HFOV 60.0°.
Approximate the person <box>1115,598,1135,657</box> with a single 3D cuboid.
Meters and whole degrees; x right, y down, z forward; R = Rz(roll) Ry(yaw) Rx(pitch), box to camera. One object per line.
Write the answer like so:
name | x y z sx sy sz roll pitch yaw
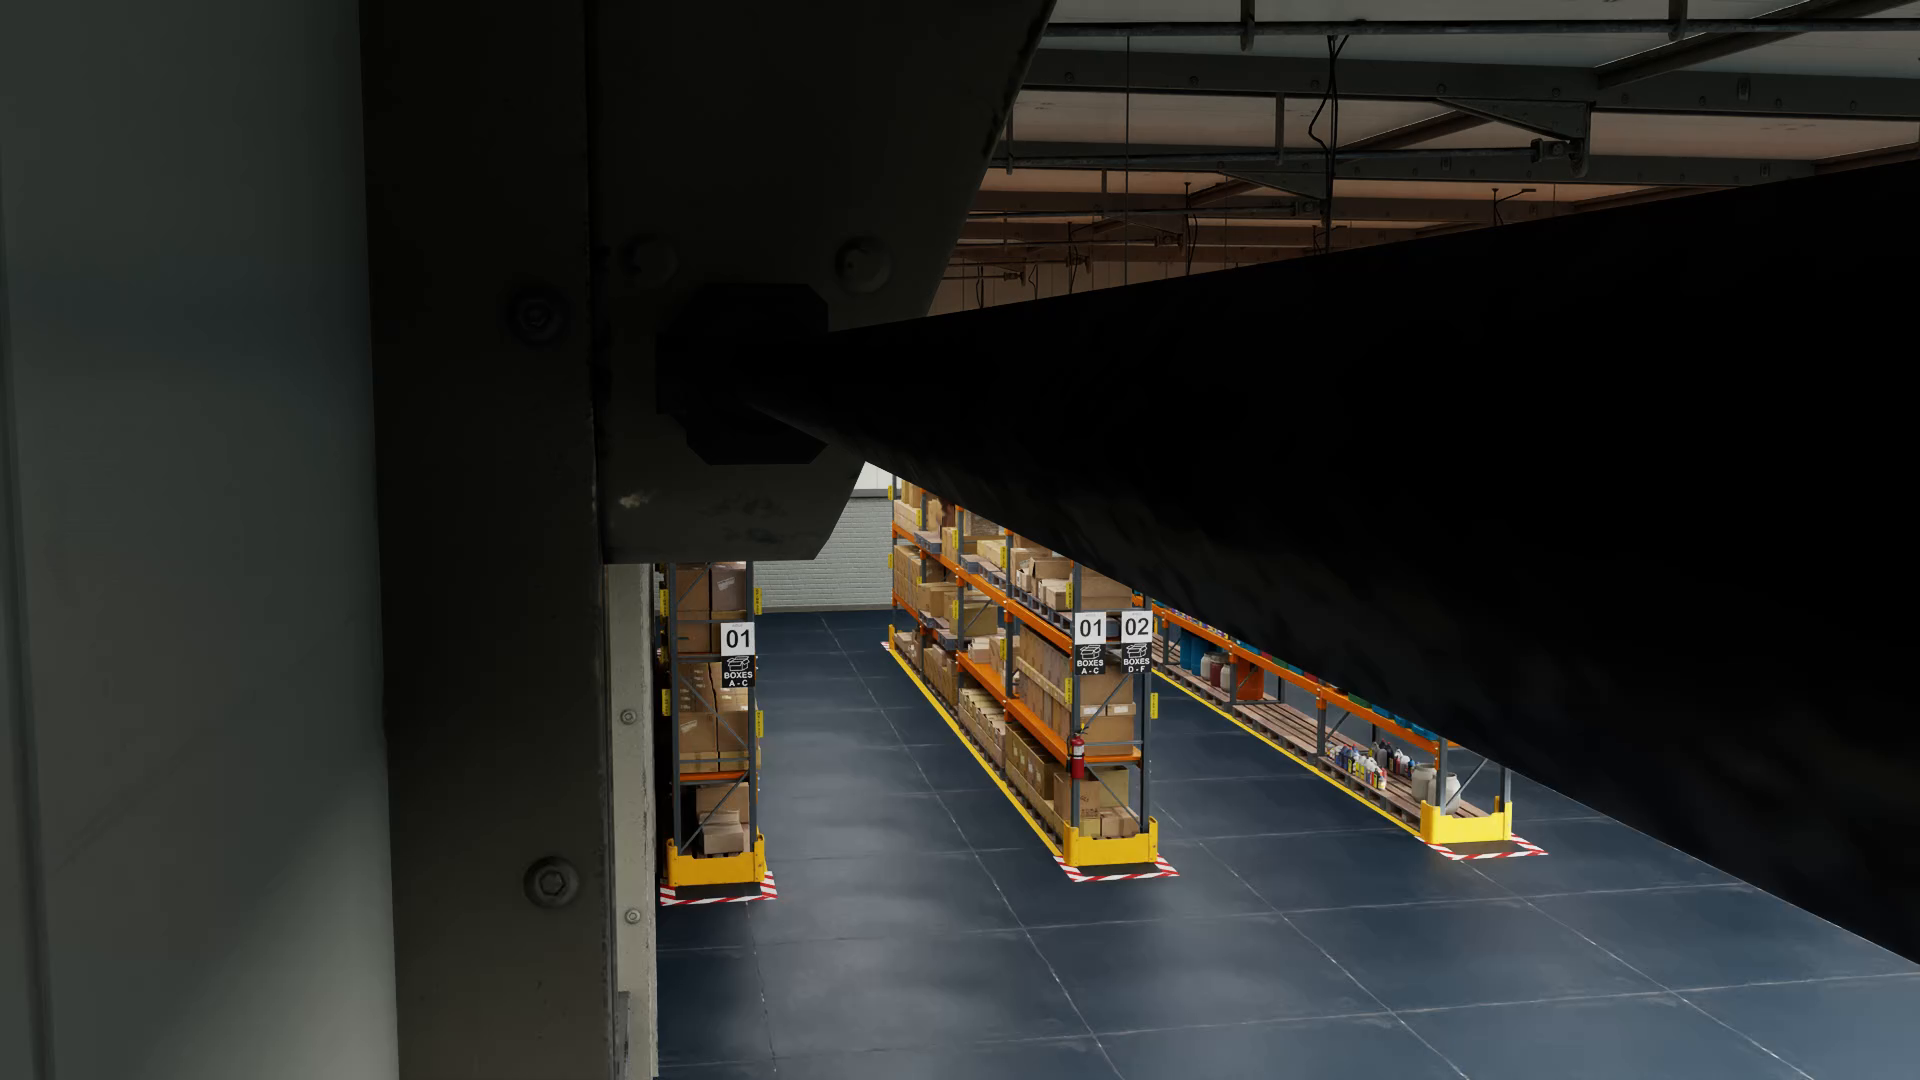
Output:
person | 3.252 1.953 32.430 0.679 1.734 0.776 0 6 -1
